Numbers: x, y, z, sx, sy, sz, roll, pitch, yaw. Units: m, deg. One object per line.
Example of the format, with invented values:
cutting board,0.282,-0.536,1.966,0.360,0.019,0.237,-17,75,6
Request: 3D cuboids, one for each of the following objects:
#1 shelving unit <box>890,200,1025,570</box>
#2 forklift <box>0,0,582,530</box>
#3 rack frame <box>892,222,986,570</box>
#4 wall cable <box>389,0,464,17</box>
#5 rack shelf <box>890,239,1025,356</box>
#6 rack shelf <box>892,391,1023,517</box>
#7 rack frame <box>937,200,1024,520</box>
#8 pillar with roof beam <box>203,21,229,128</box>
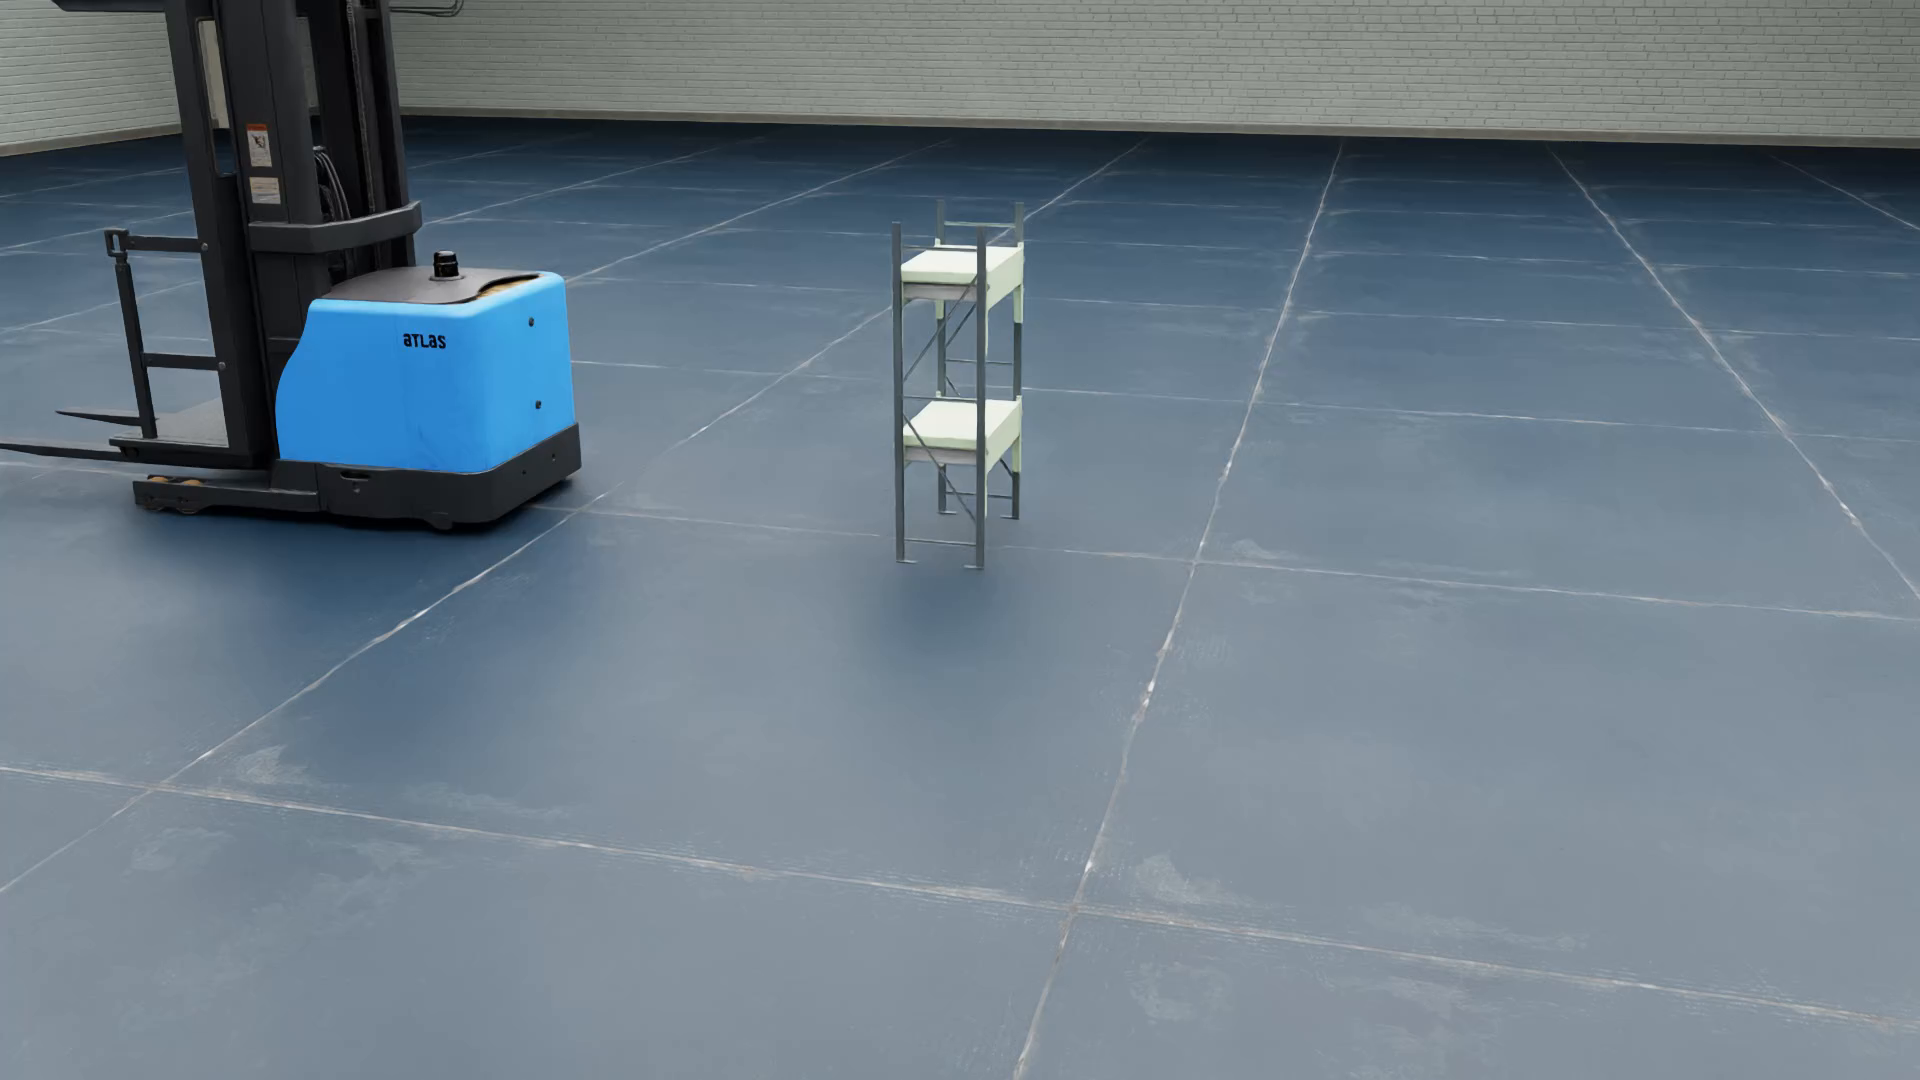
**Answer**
shelving unit,0.002,-0.712,7.451,0.431,1.500,0.755,5,19,13
forklift,-3.522,-1.671,8.046,3.031,2.935,1.130,5,19,13
rack frame,-0.088,-0.597,7.115,0.400,1.500,0.023,5,19,13
wall cable,-10.310,-10.600,29.604,3.097,2.526,0.112,5,19,13
rack shelf,0.002,-1.081,7.325,0.431,0.370,0.720,5,19,13
rack shelf,0.002,-0.403,7.557,0.431,0.370,0.720,5,19,13
rack frame,0.091,-0.827,7.787,0.400,1.500,0.023,5,19,13
pillar with roof beam,-8.138,-10.911,25.709,9.100,9.000,0.400,5,19,13
